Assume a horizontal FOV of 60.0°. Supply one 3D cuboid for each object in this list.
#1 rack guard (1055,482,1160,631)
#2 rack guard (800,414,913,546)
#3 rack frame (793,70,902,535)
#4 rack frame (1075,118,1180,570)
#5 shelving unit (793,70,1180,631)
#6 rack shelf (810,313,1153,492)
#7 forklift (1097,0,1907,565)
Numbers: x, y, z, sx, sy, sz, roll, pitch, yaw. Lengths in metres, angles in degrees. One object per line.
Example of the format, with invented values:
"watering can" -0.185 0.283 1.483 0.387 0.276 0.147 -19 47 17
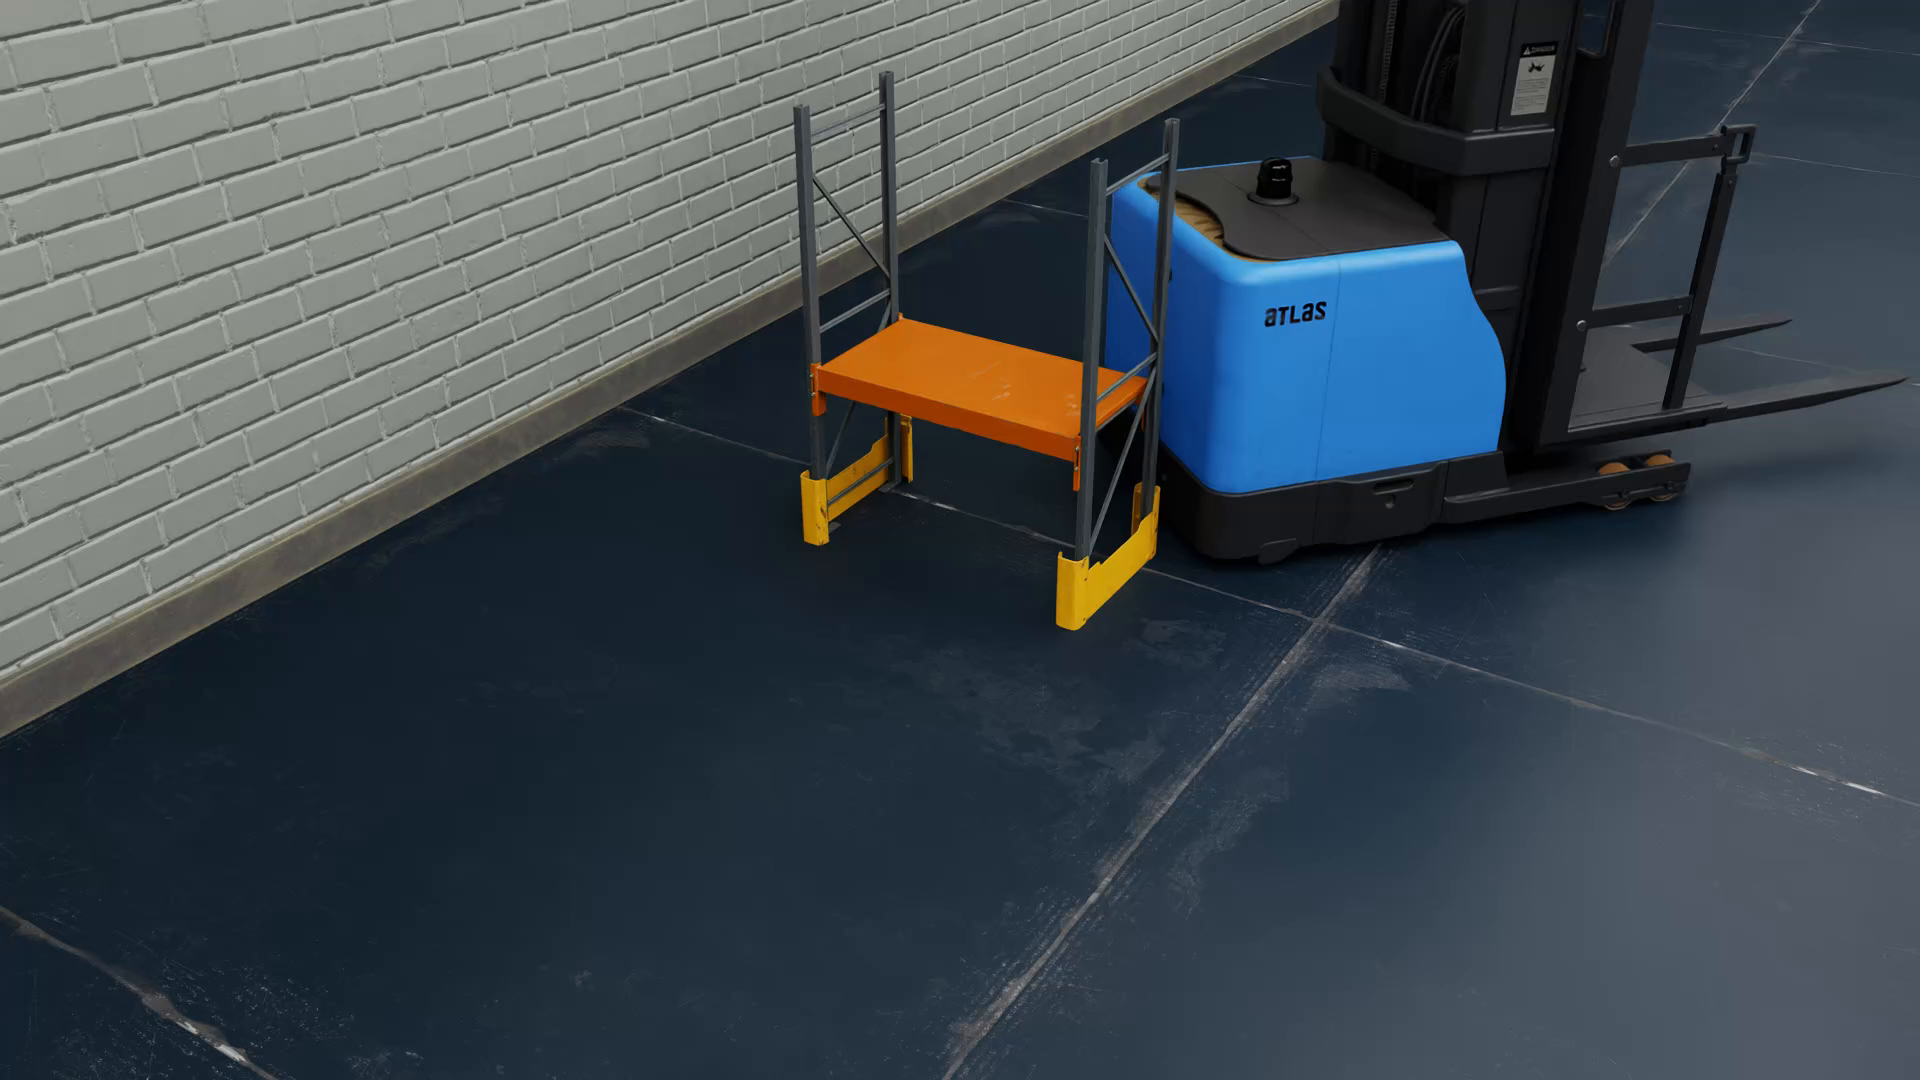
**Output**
"rack guard" 0.486 0.046 5.423 0.087 0.250 0.587 18 35 27
"rack guard" -0.357 -0.221 5.881 0.087 0.250 0.587 18 35 27
"rack frame" -0.358 -0.761 5.566 0.032 1.500 0.500 18 35 27
"rack frame" 0.503 -0.489 5.099 0.032 1.500 0.500 18 35 27
"shelving unit" 0.065 -0.627 5.337 1.083 1.500 0.587 18 35 27
"rack shelf" 0.072 -0.470 5.424 1.000 0.185 0.538 18 35 27
"forklift" 2.092 -1.615 5.610 3.031 2.935 1.130 -9 32 -16
